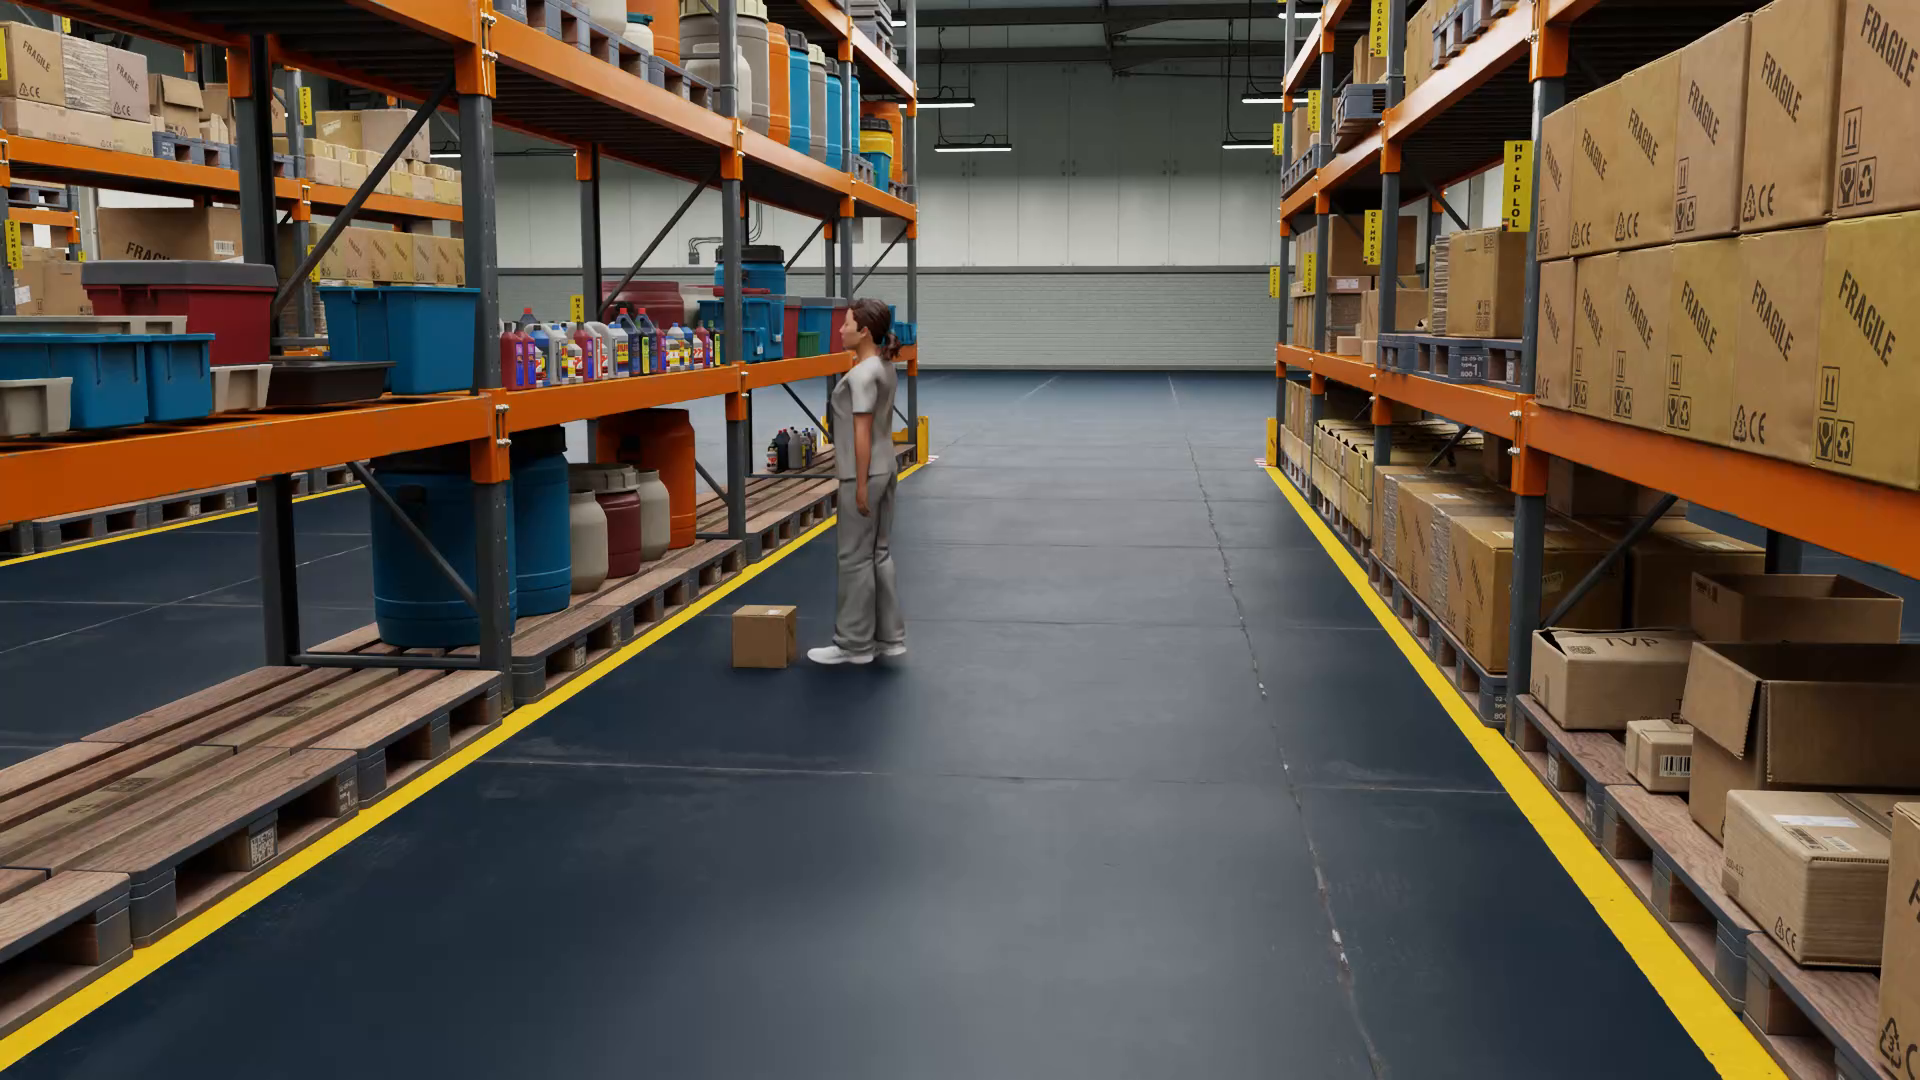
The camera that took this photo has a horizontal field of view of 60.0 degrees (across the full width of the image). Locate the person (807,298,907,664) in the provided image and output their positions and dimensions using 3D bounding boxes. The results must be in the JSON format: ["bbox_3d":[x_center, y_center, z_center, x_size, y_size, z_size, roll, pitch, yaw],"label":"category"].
[{"bbox_3d":[-0.467,-0.266,7.660,0.449,1.683,0.509,2,8,14],"label":"person"}]
